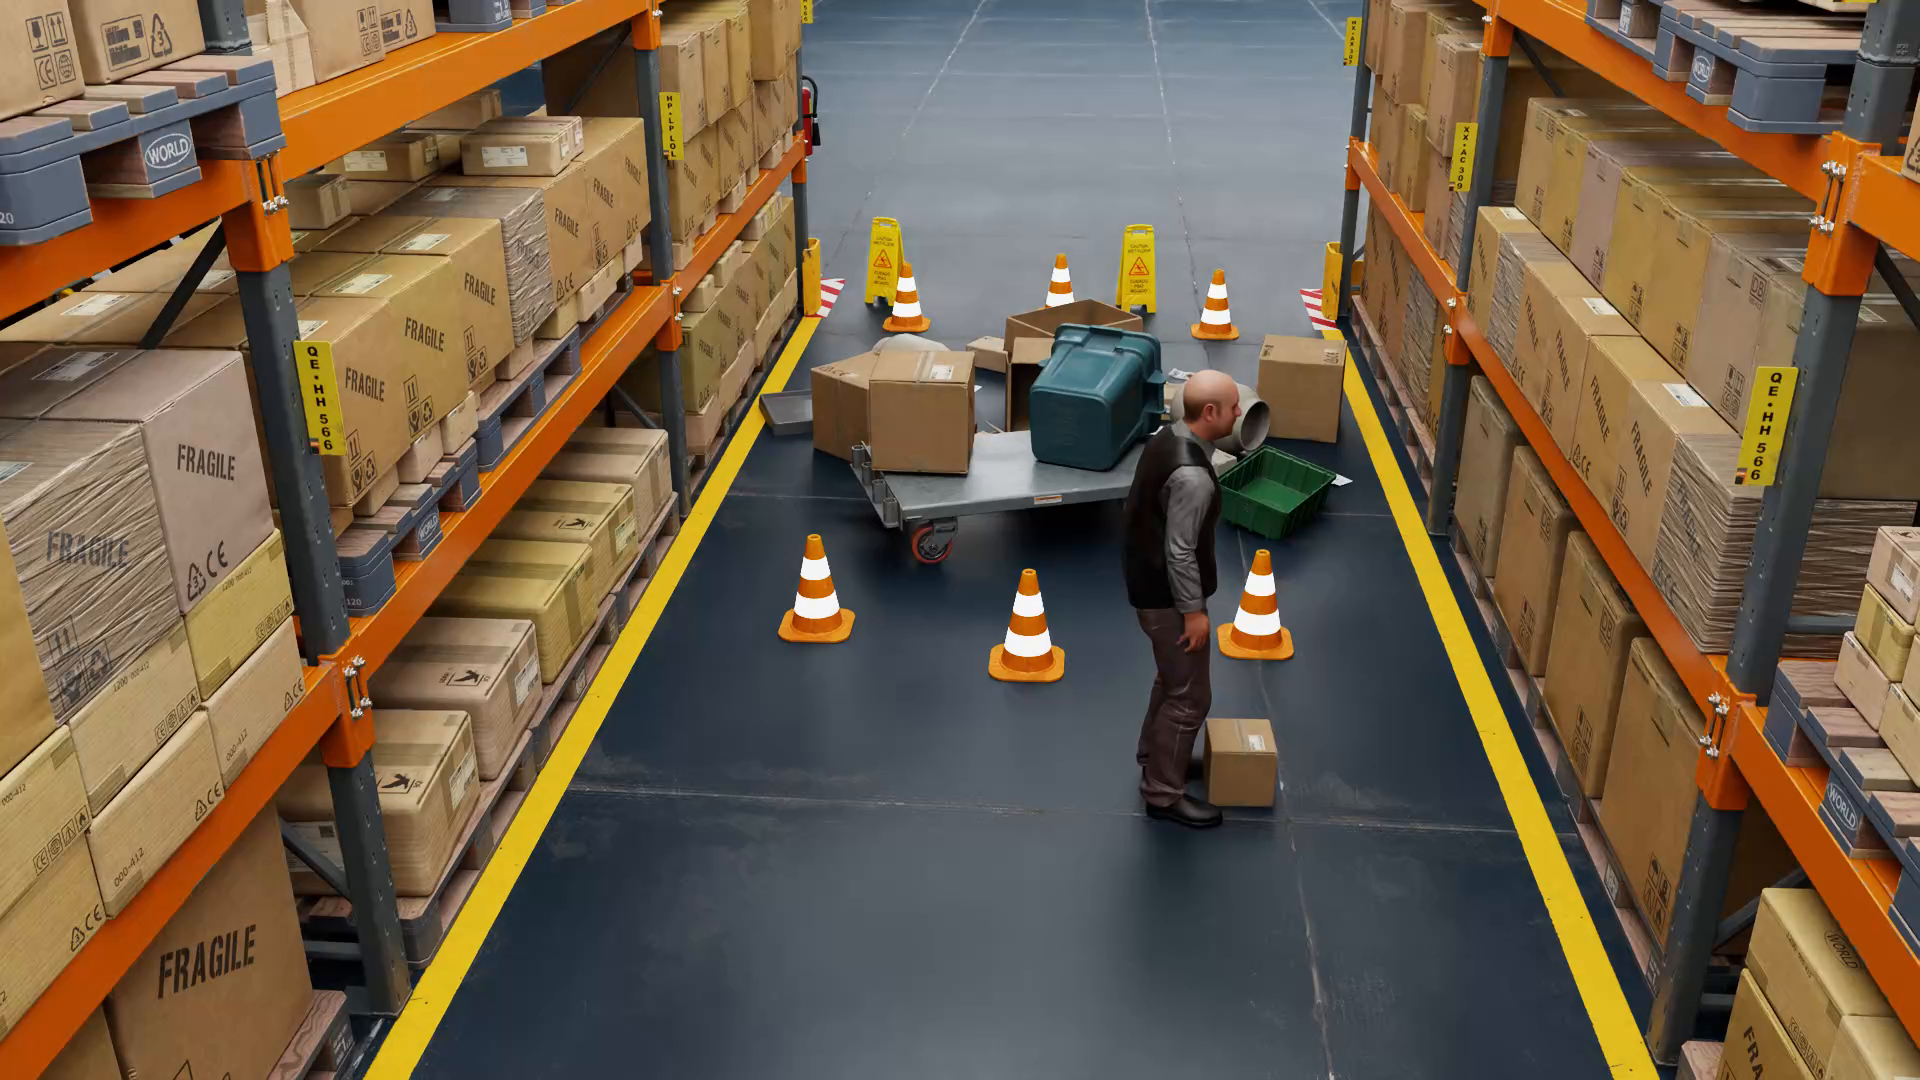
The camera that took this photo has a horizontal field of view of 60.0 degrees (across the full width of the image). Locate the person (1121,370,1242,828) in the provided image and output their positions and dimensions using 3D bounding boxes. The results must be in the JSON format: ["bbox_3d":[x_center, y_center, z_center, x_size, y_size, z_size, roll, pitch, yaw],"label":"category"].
[{"bbox_3d":[0.808,0.195,6.205,0.426,1.719,0.578,1,24,2],"label":"person"}]
